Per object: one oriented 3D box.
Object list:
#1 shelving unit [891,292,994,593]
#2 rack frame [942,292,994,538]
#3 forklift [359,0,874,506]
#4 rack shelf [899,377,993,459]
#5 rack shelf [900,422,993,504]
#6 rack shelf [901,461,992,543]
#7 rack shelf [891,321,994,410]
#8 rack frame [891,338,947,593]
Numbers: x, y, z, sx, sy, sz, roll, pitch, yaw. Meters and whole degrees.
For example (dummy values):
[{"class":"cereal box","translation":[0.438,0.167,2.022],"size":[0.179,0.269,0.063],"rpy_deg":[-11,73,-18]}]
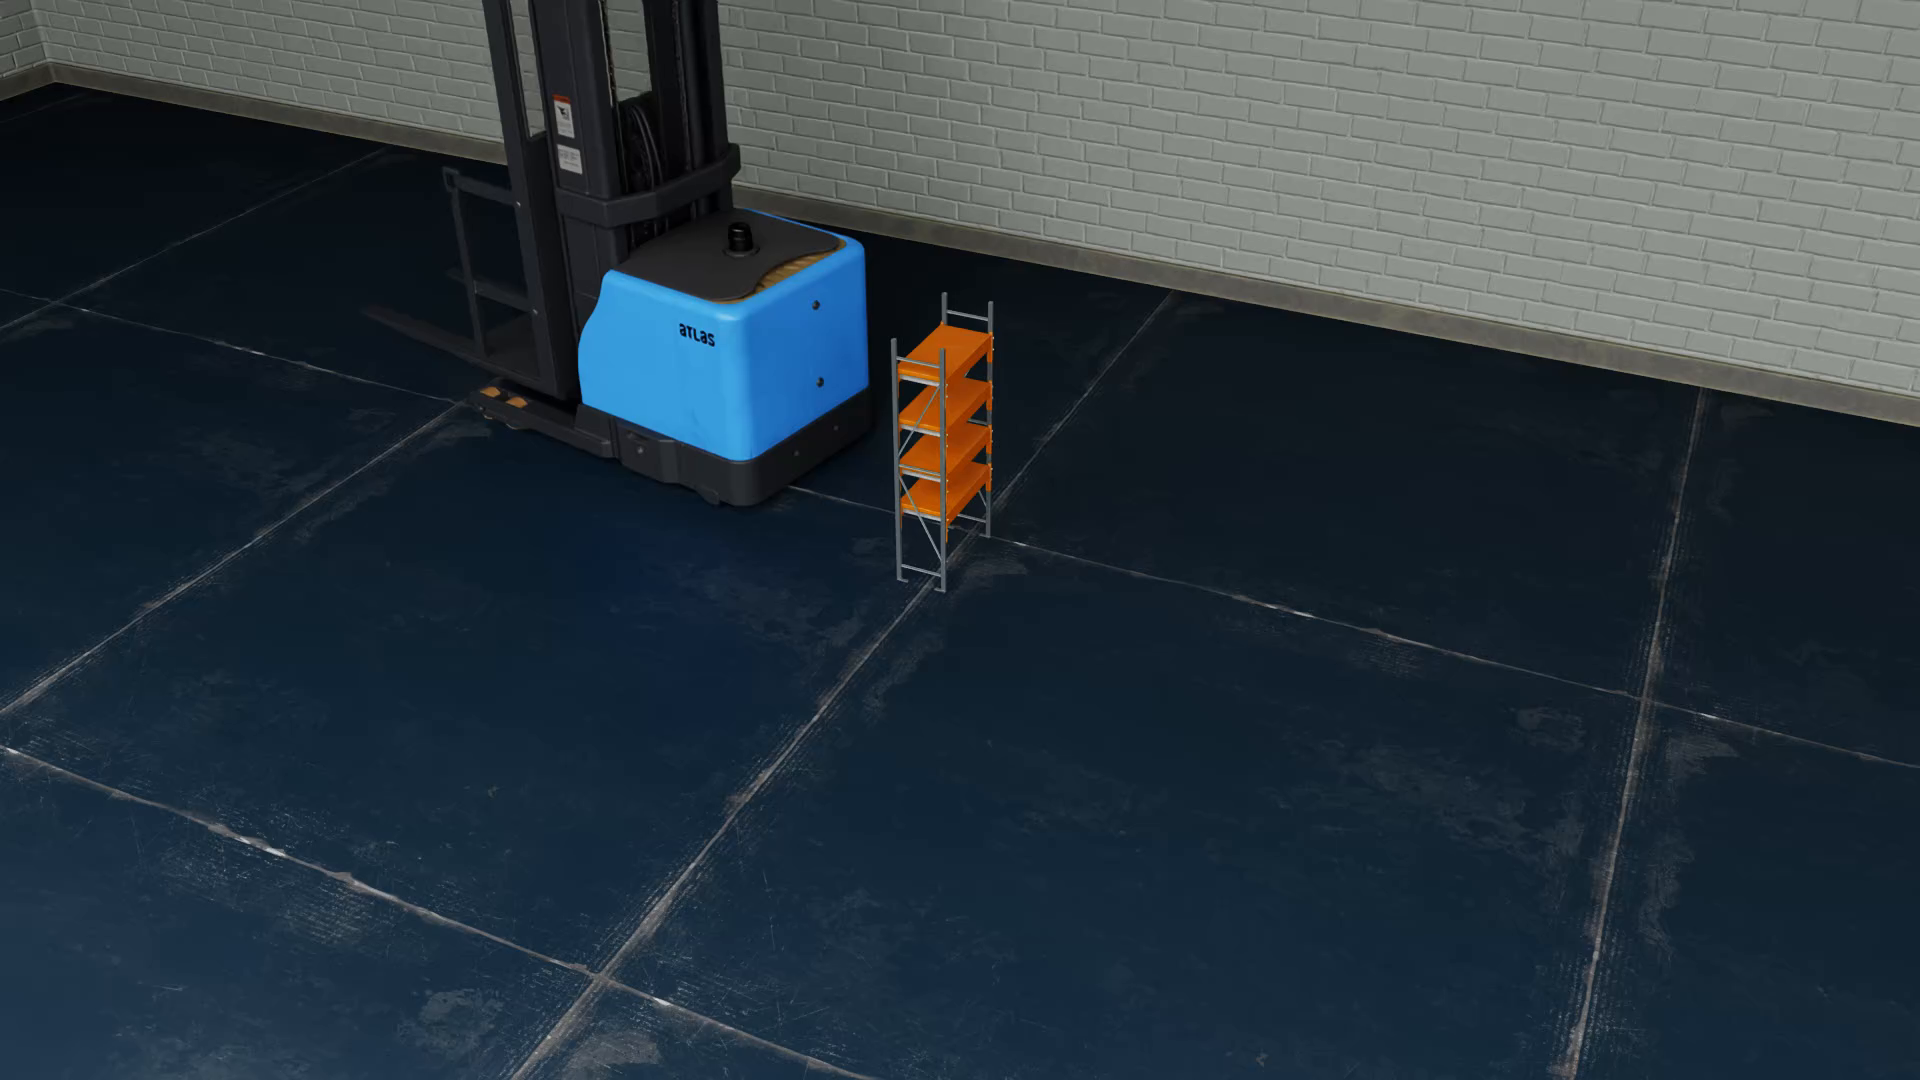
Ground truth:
[{"class":"shelving unit","translation":[-0.069,-0.419,7.295],"size":[0.258,1.200,0.503],"rpy_deg":[14,36,20]},{"class":"rack frame","translation":[0.033,-0.541,7.481],"size":[0.240,1.200,0.015],"rpy_deg":[14,36,20]},{"class":"forklift","translation":[-1.942,-2.012,8.146],"size":[3.031,2.935,1.130],"rpy_deg":[21,39,29]},{"class":"rack shelf","translation":[-0.069,-0.550,7.210],"size":[0.258,0.148,0.480],"rpy_deg":[14,36,20]},{"class":"rack shelf","translation":[-0.069,-0.363,7.332],"size":[0.258,0.148,0.480],"rpy_deg":[14,36,20]},{"class":"rack shelf","translation":[-0.069,-0.197,7.441],"size":[0.258,0.148,0.480],"rpy_deg":[14,36,20]},{"class":"rack shelf","translation":[-0.069,-0.748,7.080],"size":[0.258,0.148,0.480],"rpy_deg":[14,36,20]},{"class":"rack frame","translation":[-0.171,-0.298,7.110],"size":[0.240,1.200,0.015],"rpy_deg":[14,36,20]}]
